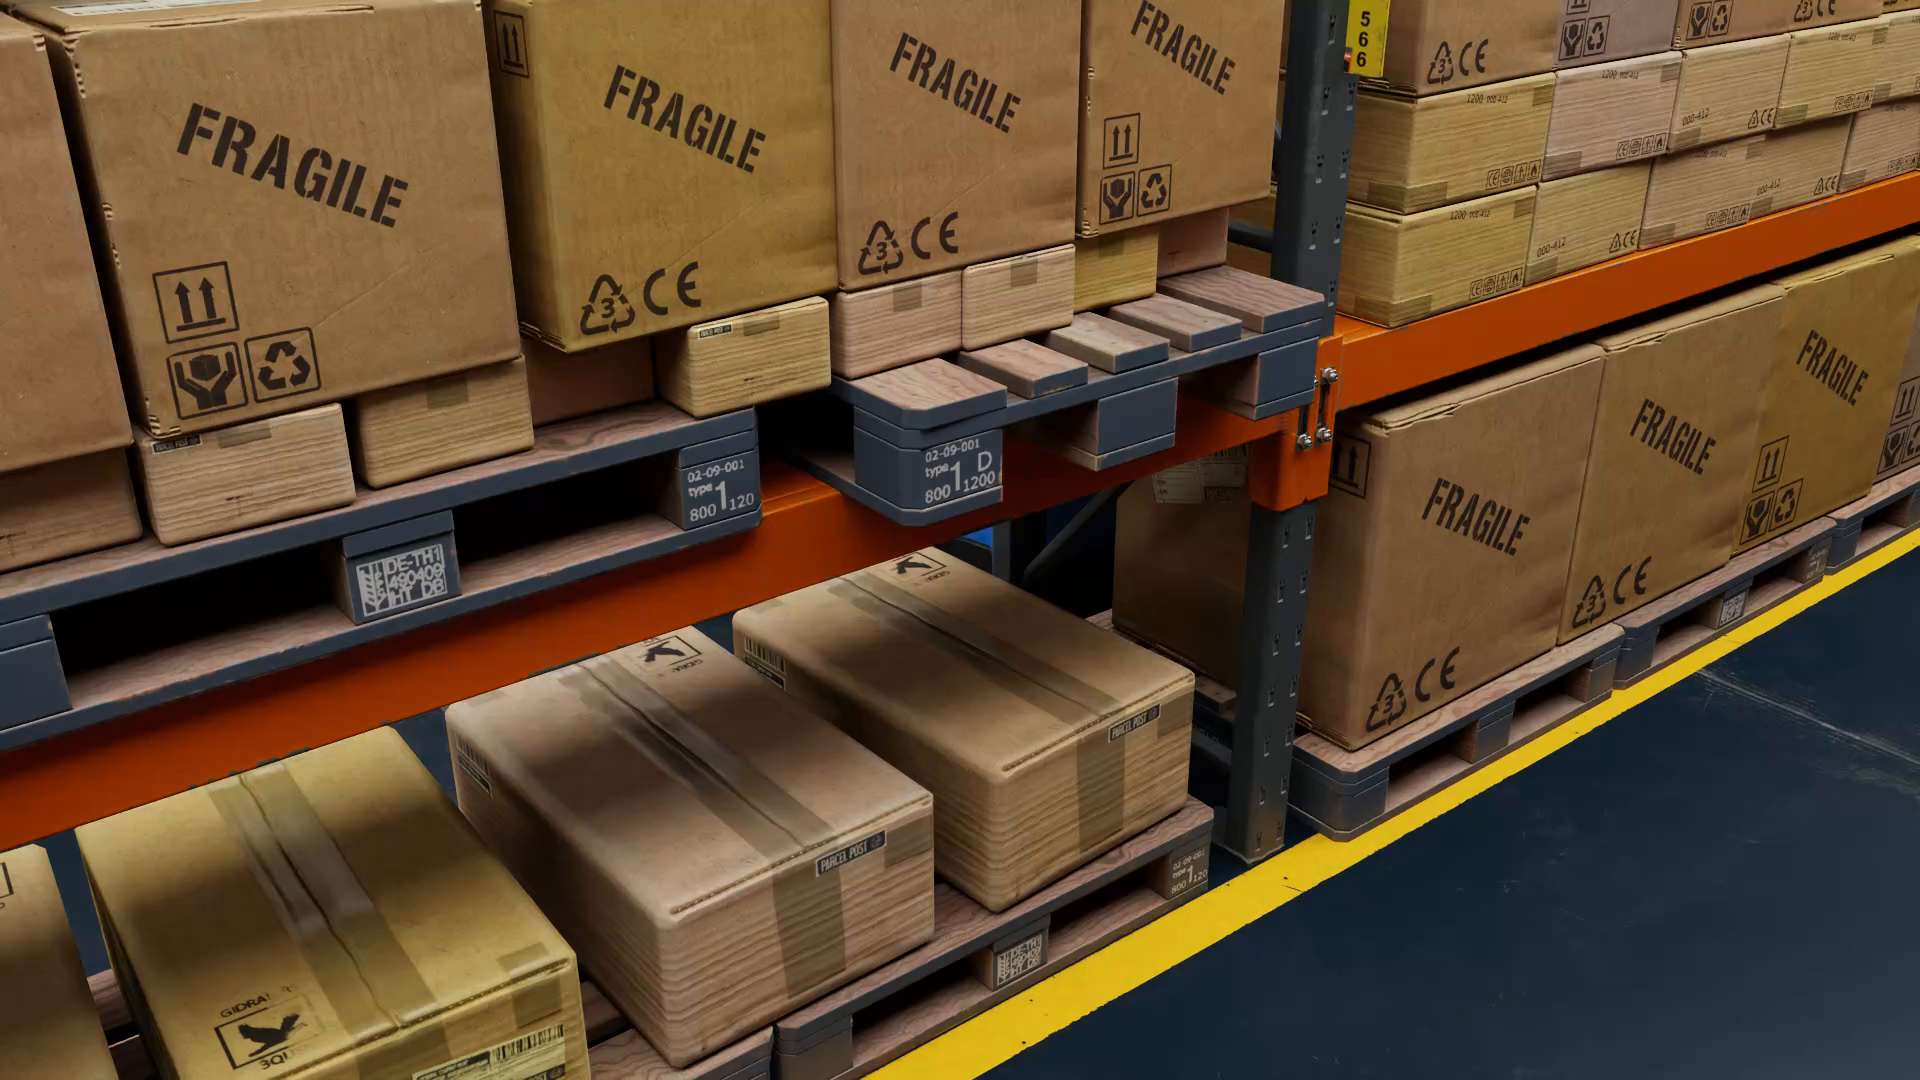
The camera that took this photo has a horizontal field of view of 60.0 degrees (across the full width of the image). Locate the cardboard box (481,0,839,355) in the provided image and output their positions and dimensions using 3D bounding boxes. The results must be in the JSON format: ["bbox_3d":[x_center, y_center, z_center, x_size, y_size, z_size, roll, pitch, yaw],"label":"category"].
[{"bbox_3d":[-0.541,-0.636,2.587,0.500,0.500,0.500,-21,32,-37],"label":"cardboard box"}]

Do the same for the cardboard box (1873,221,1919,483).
[{"bbox_3d":[3.151,-0.823,5.986,0.875,0.875,0.875,-17,30,-32],"label":"cardboard box"}]

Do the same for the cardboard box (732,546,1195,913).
[{"bbox_3d":[-0.009,0.400,3.948,0.625,0.372,0.950,-21,32,-37],"label":"cardboard box"}]

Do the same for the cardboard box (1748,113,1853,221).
[{"bbox_3d":[2.178,-1.124,4.786,0.500,0.250,0.500,-18,31,-34],"label":"cardboard box"}]

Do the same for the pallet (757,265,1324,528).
[{"bbox_3d":[-0.053,-0.438,3.358,1.003,0.211,1.213,-18,31,-34],"label":"pallet"}]

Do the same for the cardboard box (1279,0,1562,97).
[{"bbox_3d":[0.981,-1.291,3.662,0.500,0.500,0.500,-19,31,-36],"label":"cardboard box"}]

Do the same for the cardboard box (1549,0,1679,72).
[{"bbox_3d":[1.365,-1.423,3.947,0.500,0.500,0.500,-18,30,-34],"label":"cardboard box"}]

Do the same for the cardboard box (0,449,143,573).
[{"bbox_3d":[-1.274,-0.099,2.200,0.250,0.149,0.380,-18,30,-34],"label":"cardboard box"}]

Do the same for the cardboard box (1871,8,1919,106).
[{"bbox_3d":[2.600,-1.479,4.958,0.500,0.250,0.500,-17,30,-33],"label":"cardboard box"}]

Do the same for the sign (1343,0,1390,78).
[{"bbox_3d":[0.784,-1.057,3.183,0.005,0.325,0.100,-18,31,-34],"label":"sign"}]

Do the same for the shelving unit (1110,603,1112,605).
[{"bbox_3d":[0.668,-0.168,5.007,0.210,0.900,0.258,-19,37,-37],"label":"shelving unit"}]

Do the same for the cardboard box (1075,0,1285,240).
[{"bbox_3d":[0.256,-0.906,3.167,0.500,0.500,0.500,-19,31,-35],"label":"cardboard box"}]

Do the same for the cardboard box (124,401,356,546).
[{"bbox_3d":[-1.033,-0.151,2.311,0.250,0.149,0.380,-17,30,-32],"label":"cardboard box"}]

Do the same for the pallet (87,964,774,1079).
[{"bbox_3d":[-1.133,1.037,3.264,1.213,0.211,1.003,-18,31,-34],"label":"pallet"}]

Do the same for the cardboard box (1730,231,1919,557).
[{"bbox_3d":[2.445,-0.586,5.475,0.875,0.875,0.875,-17,30,-33],"label":"cardboard box"}]

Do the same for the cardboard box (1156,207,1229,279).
[{"bbox_3d":[0.329,-0.658,3.405,0.250,0.149,0.380,-17,30,-32],"label":"cardboard box"}]

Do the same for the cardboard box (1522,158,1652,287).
[{"bbox_3d":[1.375,-0.860,4.218,0.500,0.250,0.500,-19,31,-35],"label":"cardboard box"}]

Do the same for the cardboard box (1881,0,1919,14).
[{"bbox_3d":[2.579,-1.822,4.806,0.500,0.500,0.500,-17,30,-33],"label":"cardboard box"}]

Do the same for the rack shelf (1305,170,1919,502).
[{"bbox_3d":[2.016,-0.938,5.063,4.000,0.370,1.077,-18,31,-34],"label":"rack shelf"}]

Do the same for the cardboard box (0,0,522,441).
[{"bbox_3d":[-0.971,-0.495,2.282,0.500,0.500,0.500,-20,31,-36],"label":"cardboard box"}]

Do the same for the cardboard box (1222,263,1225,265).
[{"bbox_3d":[0.679,-0.894,4.292,0.500,0.250,0.500,-20,31,-36],"label":"cardboard box"}]

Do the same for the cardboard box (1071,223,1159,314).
[{"bbox_3d":[0.163,-0.565,3.204,0.250,0.149,0.380,-18,30,-33],"label":"cardboard box"}]

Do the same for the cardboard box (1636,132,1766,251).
[{"bbox_3d":[1.792,-0.994,4.508,0.500,0.250,0.500,-17,30,-32],"label":"cardboard box"}]

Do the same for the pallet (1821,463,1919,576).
[{"bbox_3d":[3.029,-0.294,6.132,1.213,0.211,1.003,-18,31,-34],"label":"pallet"}]

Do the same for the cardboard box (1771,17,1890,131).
[{"bbox_3d":[2.207,-1.340,4.659,0.500,0.250,0.500,-18,30,-33],"label":"cardboard box"}]

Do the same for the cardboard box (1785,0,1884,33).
[{"bbox_3d":[2.181,-1.682,4.505,0.500,0.500,0.500,-18,30,-33],"label":"cardboard box"}]

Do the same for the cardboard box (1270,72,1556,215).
[{"bbox_3d":[0.993,-0.954,3.826,0.500,0.250,0.500,-19,31,-34],"label":"cardboard box"}]

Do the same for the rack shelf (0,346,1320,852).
[{"bbox_3d":[-1.132,0.101,2.824,4.000,0.370,1.077,-18,31,-34],"label":"rack shelf"}]

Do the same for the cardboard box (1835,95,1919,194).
[{"bbox_3d":[2.582,-1.259,5.079,0.500,0.250,0.500,-19,31,-35],"label":"cardboard box"}]

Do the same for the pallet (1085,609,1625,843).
[{"bbox_3d":[1.109,0.340,4.767,1.213,0.211,1.003,-18,31,-34],"label":"pallet"}]

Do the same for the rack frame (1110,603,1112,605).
[{"bbox_3d":[0.591,-0.142,4.946,0.006,0.900,0.240,-19,37,-37],"label":"rack frame"}]

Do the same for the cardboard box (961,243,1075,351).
[{"bbox_3d":[-0.008,-0.485,3.031,0.250,0.149,0.380,-19,31,-34],"label":"cardboard box"}]

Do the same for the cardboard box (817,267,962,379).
[{"bbox_3d":[-0.211,-0.422,2.895,0.250,0.149,0.380,-20,32,-36],"label":"cardboard box"}]

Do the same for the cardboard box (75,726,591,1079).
[{"bbox_3d":[-1.185,0.789,3.109,0.625,0.372,0.950,-17,30,-32],"label":"cardboard box"}]

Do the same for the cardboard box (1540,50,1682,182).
[{"bbox_3d":[1.400,-1.088,4.114,0.500,0.250,0.500,-17,30,-33],"label":"cardboard box"}]

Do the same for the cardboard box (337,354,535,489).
[{"bbox_3d":[-0.841,-0.230,2.481,0.250,0.149,0.380,-19,31,-36],"label":"cardboard box"}]

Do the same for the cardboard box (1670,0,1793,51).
[{"bbox_3d":[1.782,-1.552,4.225,0.500,0.500,0.500,-17,30,-33],"label":"cardboard box"}]

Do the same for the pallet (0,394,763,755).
[{"bbox_3d":[-1.091,-0.130,2.695,1.213,0.211,1.003,-18,31,-34],"label":"pallet"}]

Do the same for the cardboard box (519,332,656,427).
[{"bbox_3d":[-0.694,-0.322,2.681,0.250,0.149,0.380,-18,30,-34],"label":"cardboard box"}]

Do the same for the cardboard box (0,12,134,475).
[{"bbox_3d":[-1.369,-0.358,1.987,0.500,0.500,0.500,-18,31,-34],"label":"cardboard box"}]

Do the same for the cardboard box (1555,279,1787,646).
[{"bbox_3d":[1.741,-0.354,4.975,0.875,0.875,0.875,-18,30,-33],"label":"cardboard box"}]

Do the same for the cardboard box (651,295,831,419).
[{"bbox_3d":[-0.419,-0.346,2.731,0.250,0.149,0.380,-18,30,-33],"label":"cardboard box"}]

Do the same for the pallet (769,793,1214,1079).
[{"bbox_3d":[-0.174,0.722,3.943,1.213,0.211,1.003,-18,31,-34],"label":"pallet"}]

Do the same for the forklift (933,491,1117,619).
[{"bbox_3d":[-0.550,-1.545,5.598,3.031,2.935,1.130,20,32,37],"label":"forklift"}]

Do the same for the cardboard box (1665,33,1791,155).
[{"bbox_3d":[1.800,-1.213,4.385,0.500,0.250,0.500,-18,31,-34],"label":"cardboard box"}]

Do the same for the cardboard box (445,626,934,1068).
[{"bbox_3d":[-0.585,0.594,3.529,0.625,0.372,0.950,-19,31,-35],"label":"cardboard box"}]

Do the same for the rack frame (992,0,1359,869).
[{"bbox_3d":[0.442,-0.745,3.792,0.127,3.000,1.000,-18,31,-34],"label":"rack frame"}]

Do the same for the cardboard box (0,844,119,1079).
[{"bbox_3d":[-1.731,0.971,2.718,0.625,0.372,0.950,-16,29,-31],"label":"cardboard box"}]

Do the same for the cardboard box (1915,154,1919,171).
[{"bbox_3d":[2.990,-1.384,5.347,0.500,0.250,0.500,-19,31,-35],"label":"cardboard box"}]

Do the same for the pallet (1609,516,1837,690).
[{"bbox_3d":[2.068,0.025,5.446,1.213,0.211,1.003,-18,31,-34],"label":"pallet"}]

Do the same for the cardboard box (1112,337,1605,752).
[{"bbox_3d":[1.037,-0.124,4.478,0.875,0.875,0.875,-19,31,-34],"label":"cardboard box"}]

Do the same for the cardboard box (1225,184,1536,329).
[{"bbox_3d":[0.982,-0.721,3.918,0.500,0.250,0.500,-19,31,-35],"label":"cardboard box"}]

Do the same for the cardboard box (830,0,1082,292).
[{"bbox_3d":[-0.144,-0.768,2.870,0.500,0.500,0.500,-19,31,-35],"label":"cardboard box"}]
